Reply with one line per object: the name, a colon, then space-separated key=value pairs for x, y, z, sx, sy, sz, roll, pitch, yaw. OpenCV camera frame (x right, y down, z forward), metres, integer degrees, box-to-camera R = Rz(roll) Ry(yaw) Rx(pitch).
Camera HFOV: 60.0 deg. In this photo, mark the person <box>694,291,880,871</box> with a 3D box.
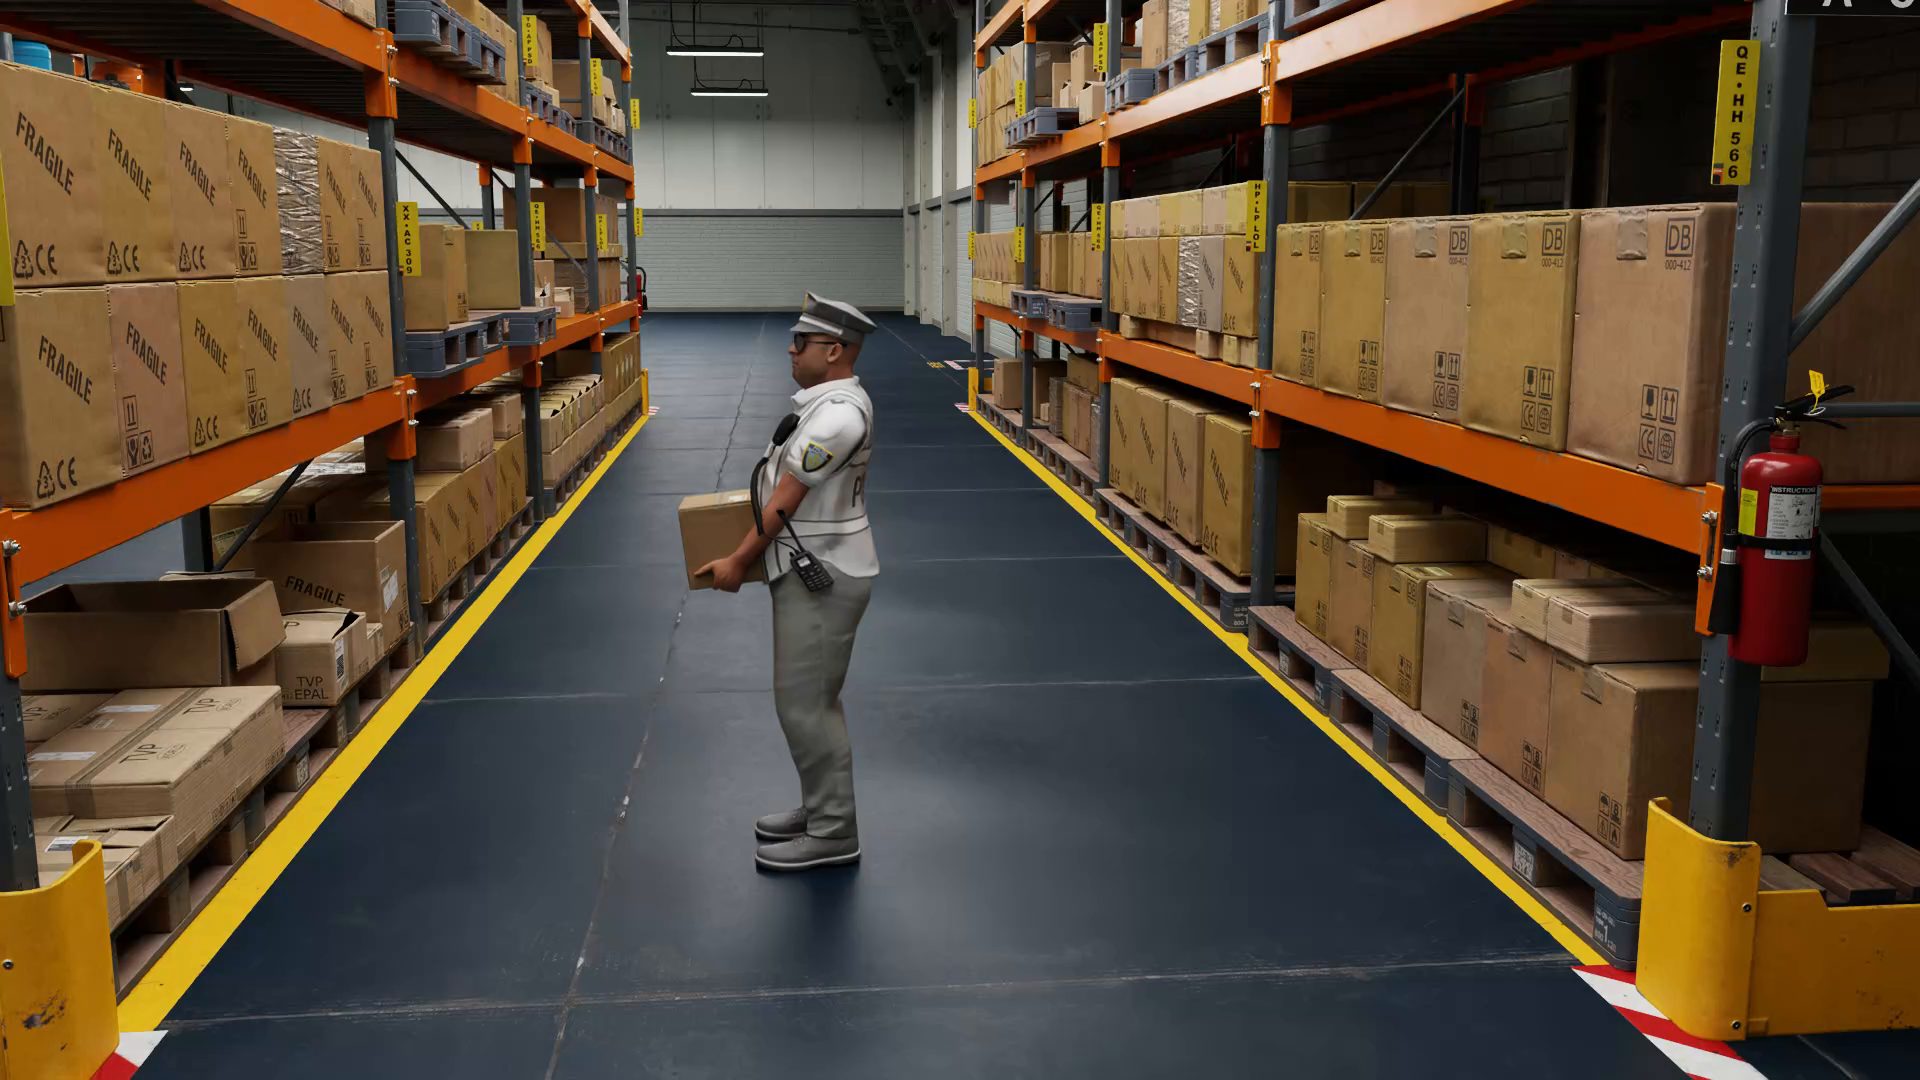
person: x=-0.531 y=0.120 z=5.150 sx=0.563 sy=1.767 sz=0.494 roll=-1 pitch=10 yaw=-5
